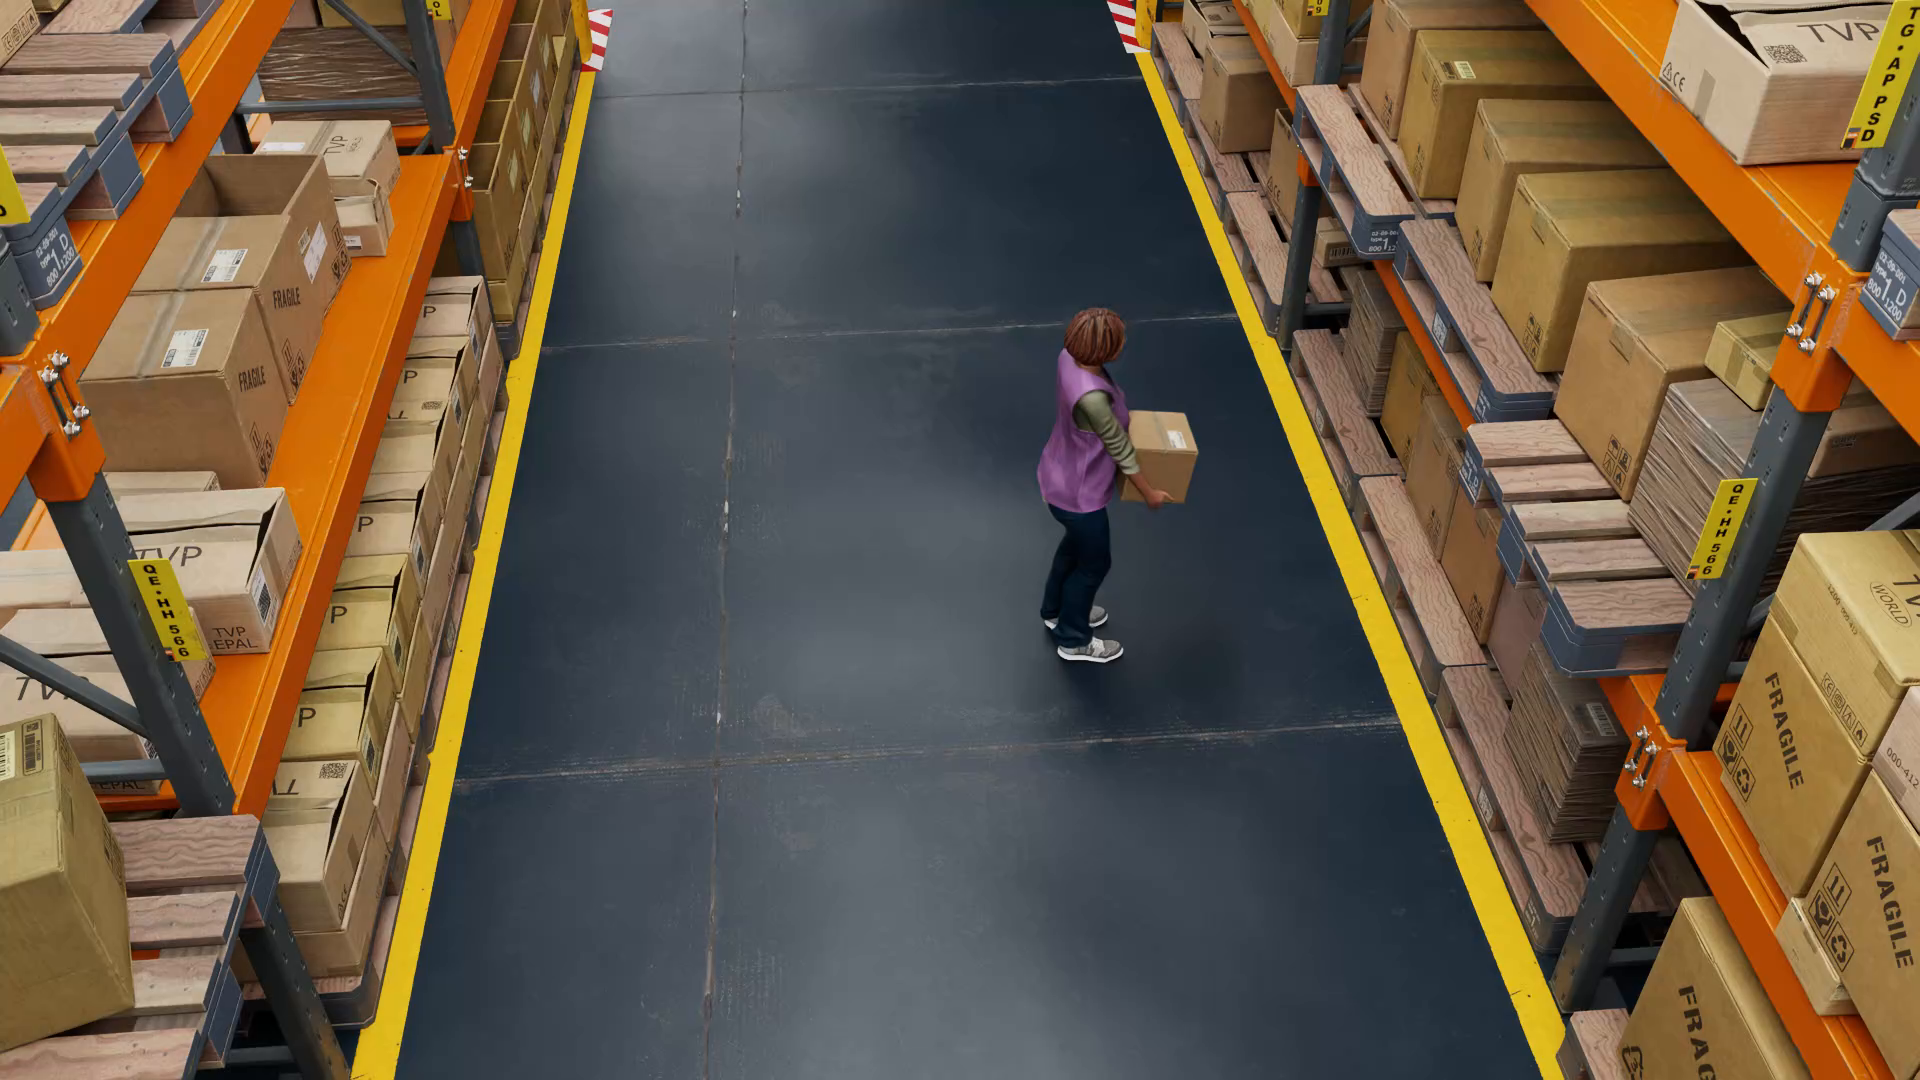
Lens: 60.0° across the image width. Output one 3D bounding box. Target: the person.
[{"bbox_3d":[0.547,-0.202,6.416,0.503,1.592,0.375,-4,40,-5],"label":"person"}]
